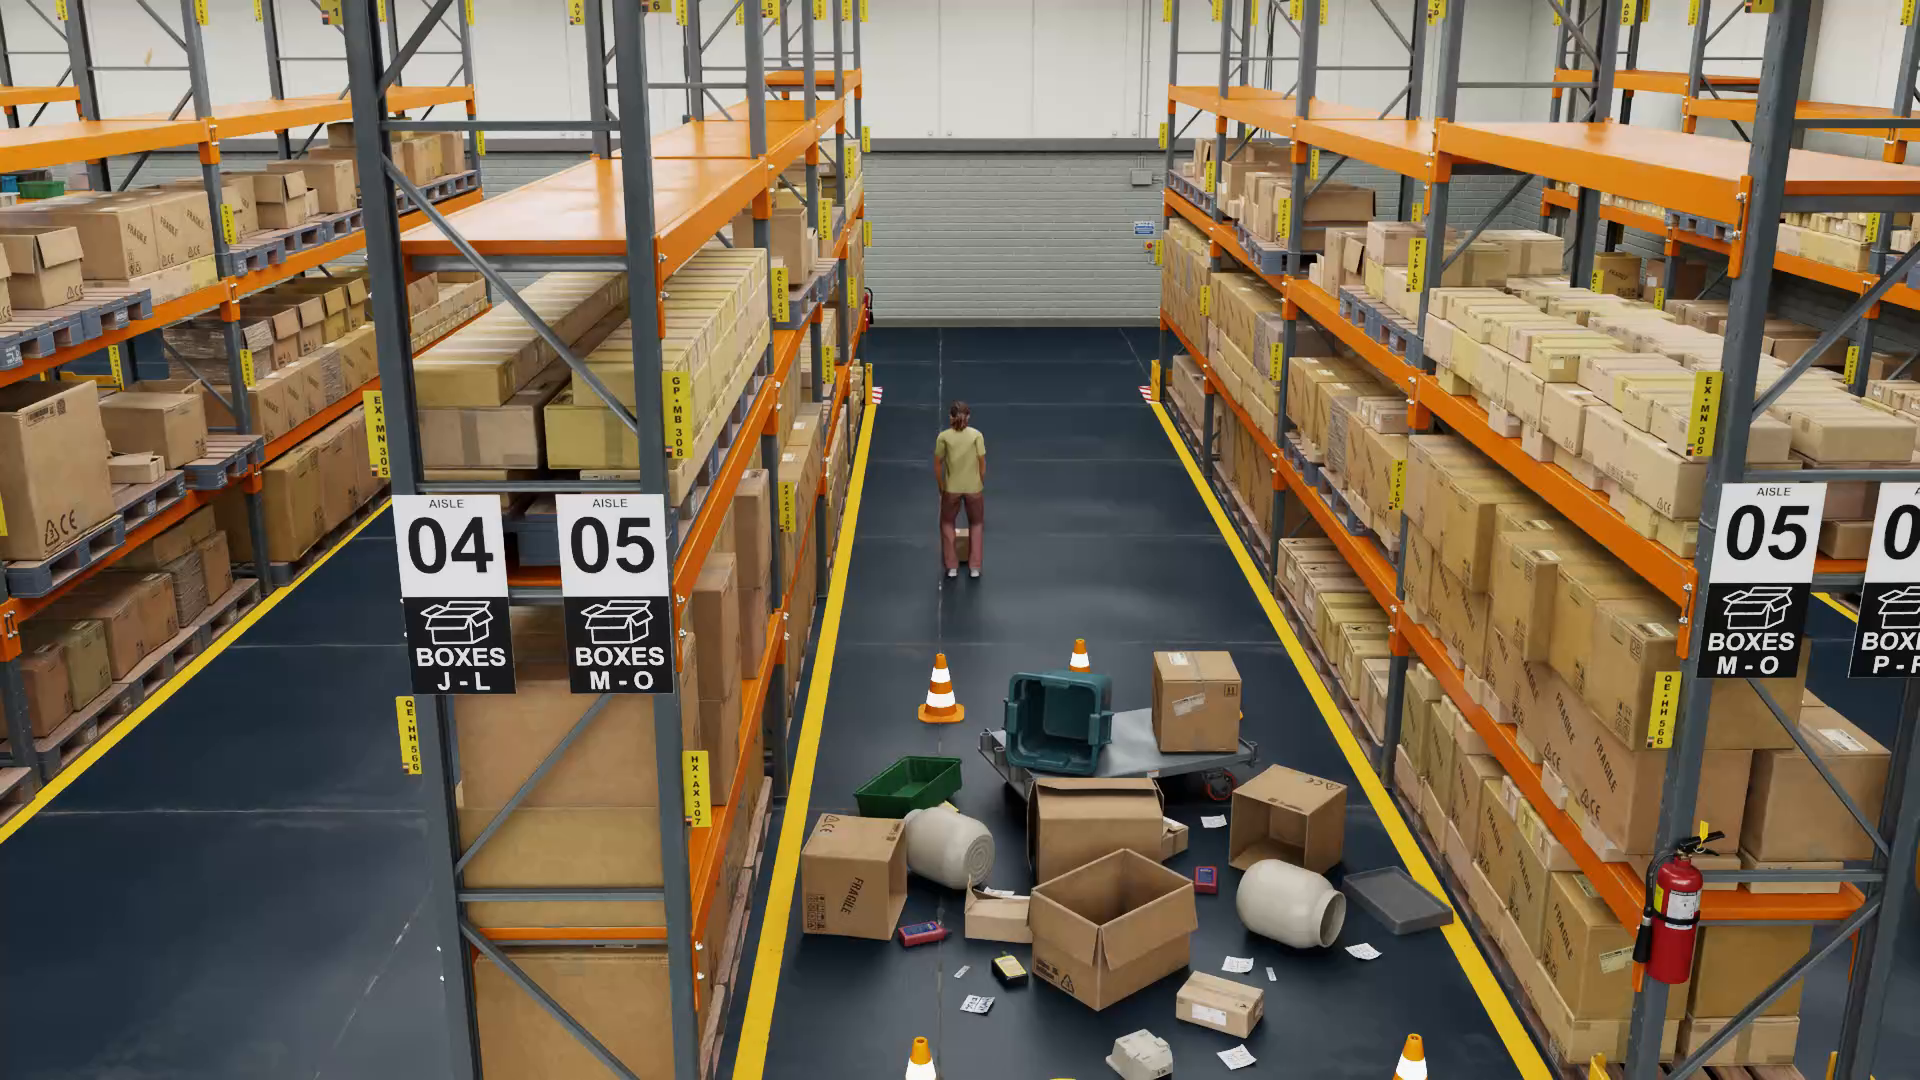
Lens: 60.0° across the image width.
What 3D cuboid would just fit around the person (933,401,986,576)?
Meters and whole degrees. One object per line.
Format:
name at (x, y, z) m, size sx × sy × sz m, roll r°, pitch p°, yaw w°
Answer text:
person at (-0.002, -0.460, 15.174) m, size 0.478 × 1.603 × 0.426 m, roll 0°, pitch 17°, yaw 1°
